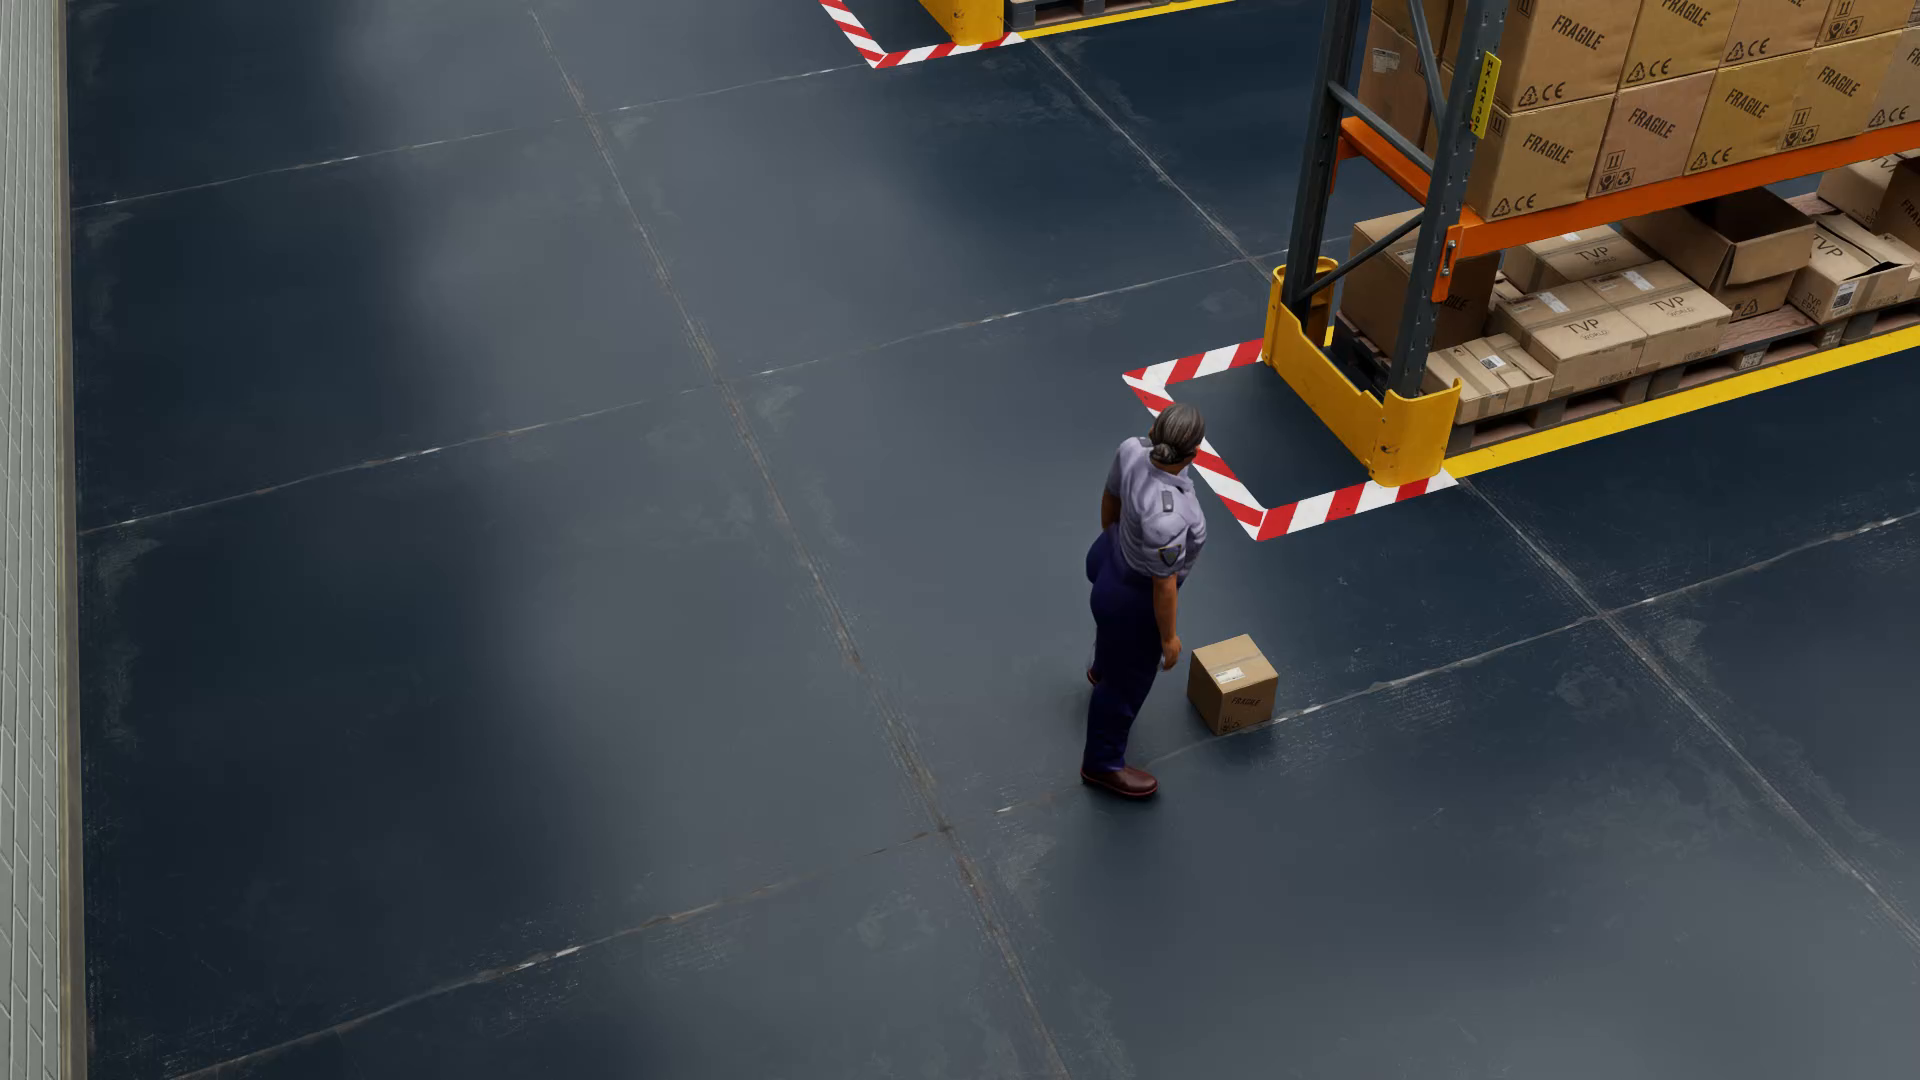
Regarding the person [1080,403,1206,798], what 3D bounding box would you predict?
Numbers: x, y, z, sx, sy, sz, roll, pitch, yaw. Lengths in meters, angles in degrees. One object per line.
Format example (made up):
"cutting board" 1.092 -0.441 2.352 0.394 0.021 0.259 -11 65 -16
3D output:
"person" 0.636 0.150 6.011 0.389 1.675 0.718 -3 42 -3
